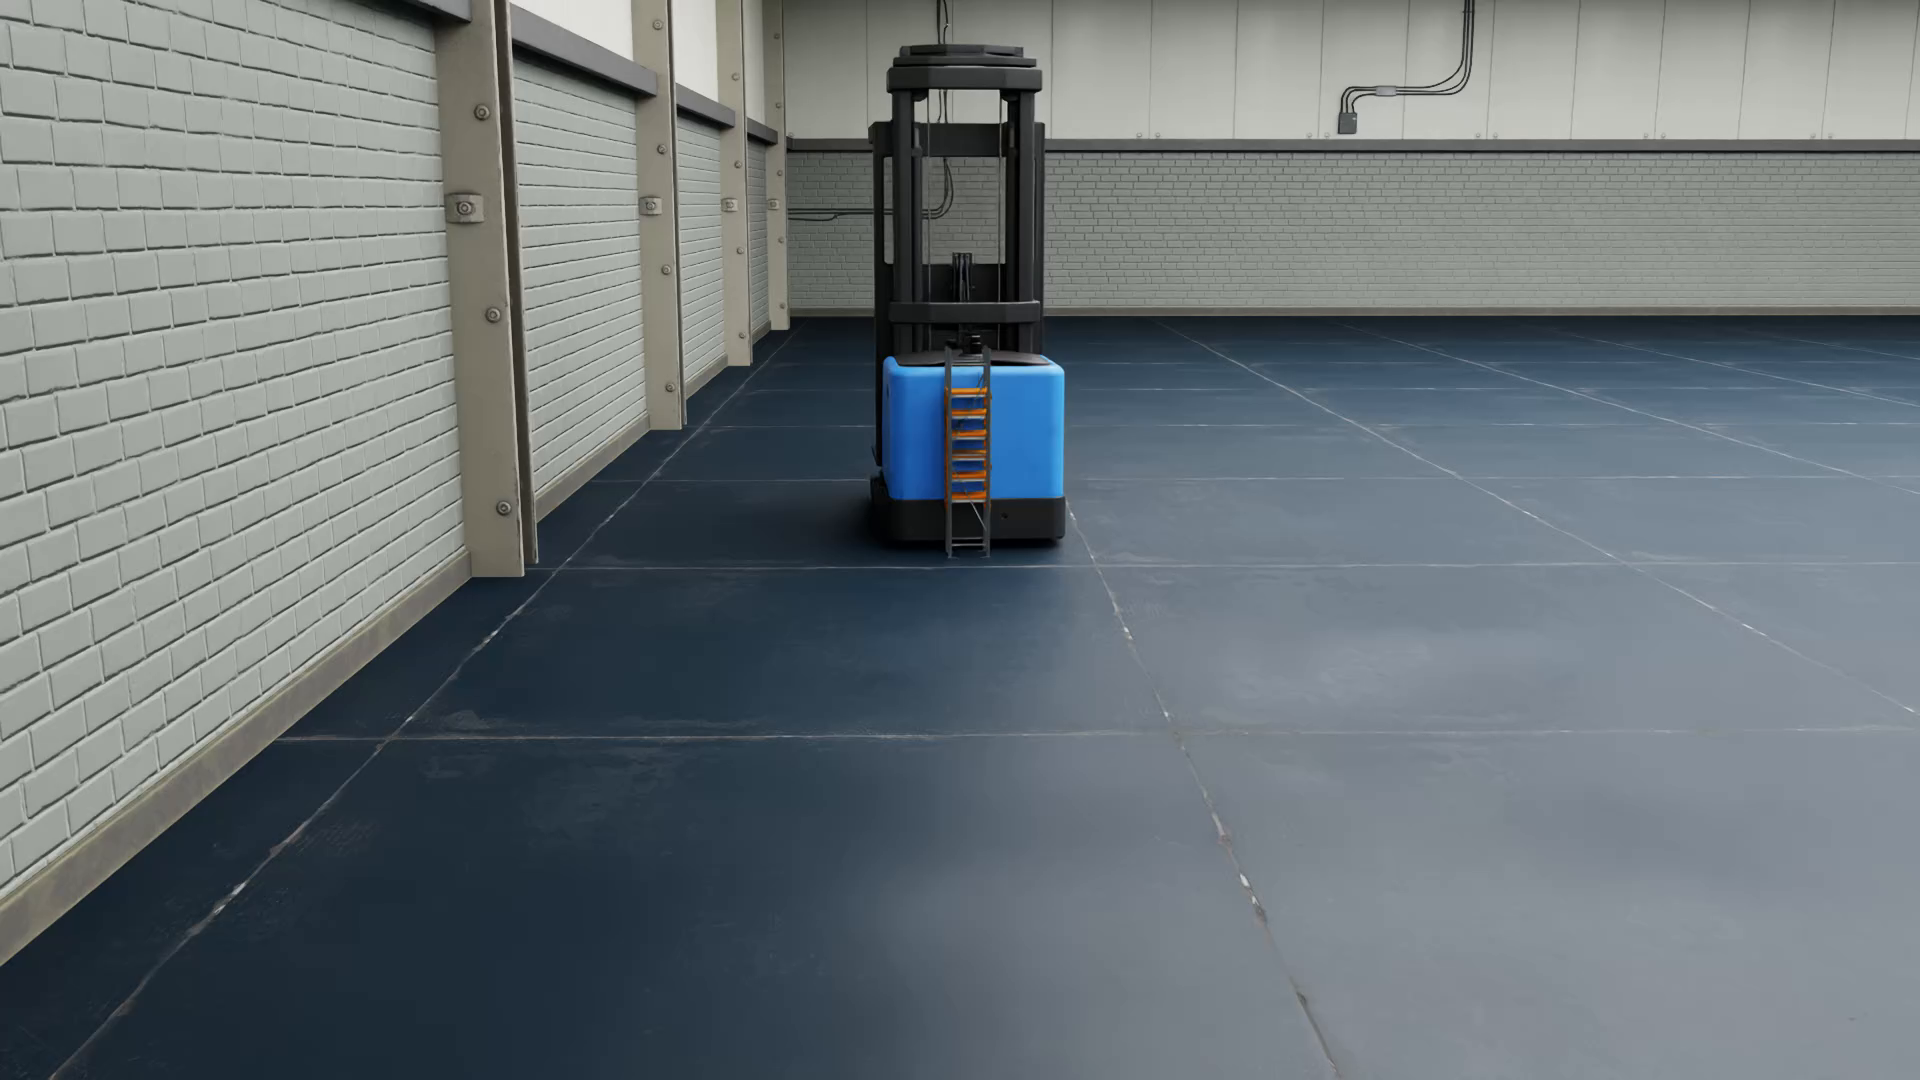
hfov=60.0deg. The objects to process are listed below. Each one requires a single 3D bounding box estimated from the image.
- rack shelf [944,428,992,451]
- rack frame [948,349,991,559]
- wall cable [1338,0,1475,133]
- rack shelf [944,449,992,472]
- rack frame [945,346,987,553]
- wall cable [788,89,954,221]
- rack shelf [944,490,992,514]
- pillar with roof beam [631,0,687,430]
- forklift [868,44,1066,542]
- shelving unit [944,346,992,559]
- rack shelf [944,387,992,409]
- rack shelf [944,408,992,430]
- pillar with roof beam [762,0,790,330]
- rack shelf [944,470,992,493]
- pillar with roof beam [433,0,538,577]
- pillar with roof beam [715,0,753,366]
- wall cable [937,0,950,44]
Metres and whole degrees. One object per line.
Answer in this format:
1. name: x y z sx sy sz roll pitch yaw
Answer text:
1. rack shelf: 0.043 -0.573 9.486 0.258 0.103 0.180 -1 12 -5
2. rack frame: 0.052 -0.481 9.412 0.240 1.200 0.006 -1 12 -5
3. wall cable: 7.834 -10.120 28.755 2.305 6.003 0.169 0 11 -1
4. rack shelf: 0.043 -0.455 9.510 0.258 0.103 0.180 -1 12 -5
5. rack frame: 0.035 -0.517 9.591 0.240 1.200 0.006 -1 12 -5
6. wall cable: -1.658 -6.895 29.225 3.097 2.526 0.112 0 11 -1
7. rack shelf: 0.043 -0.220 9.558 0.258 0.103 0.180 -1 12 -5
8. pillar with roof beam: 1.633 -5.459 14.332 9.100 9.000 0.400 0 11 -1
9. forklift: -0.030 -1.668 10.909 1.130 2.935 3.031 -1 12 -5
10. shelving unit: 0.043 -0.499 9.501 0.258 1.200 0.189 -1 12 -5
11. rack shelf: 0.043 -0.808 9.438 0.258 0.103 0.180 -1 12 -5
12. rack shelf: 0.043 -0.691 9.462 0.258 0.103 0.180 -1 12 -5
13. pillar with roof beam: 1.385 -7.844 26.090 9.100 9.000 0.400 0 11 -1
14. rack shelf: 0.043 -0.338 9.534 0.258 0.103 0.180 -1 12 -5
15. pillar with roof beam: 1.757 -4.266 8.453 9.100 9.000 0.400 0 11 -1
16. pillar with roof beam: 1.509 -6.651 20.211 9.100 9.000 0.400 0 11 -1
17. wall cable: 1.047 -9.382 28.777 3.097 2.526 0.112 0 11 -1
